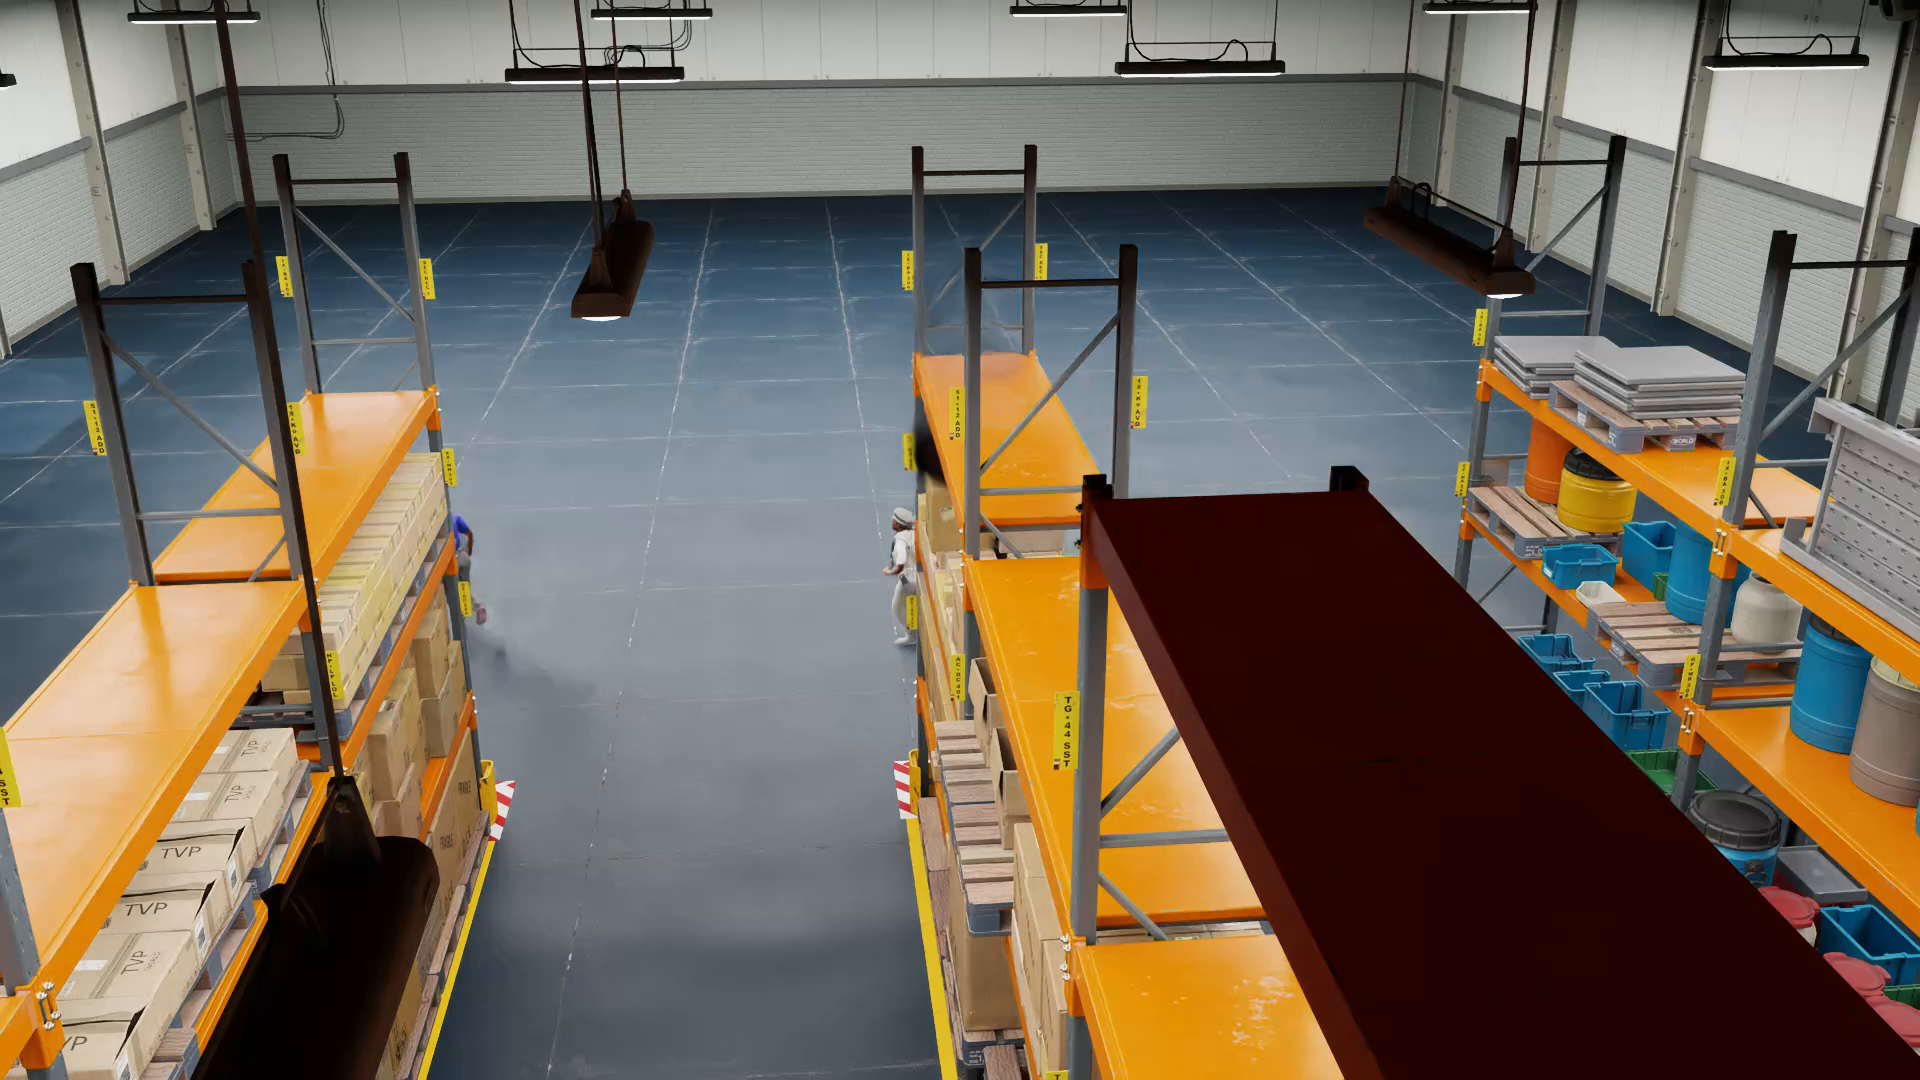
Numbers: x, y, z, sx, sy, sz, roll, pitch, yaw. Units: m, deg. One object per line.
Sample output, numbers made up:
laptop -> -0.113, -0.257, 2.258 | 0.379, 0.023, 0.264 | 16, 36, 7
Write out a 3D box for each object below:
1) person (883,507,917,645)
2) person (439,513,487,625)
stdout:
person -> -0.518, 0.430, 18.392 | 0.668, 1.651, 0.609 | 10, 24, 24
person -> -5.670, 0.334, 18.744 | 0.849, 1.595, 0.568 | 17, 27, 36
